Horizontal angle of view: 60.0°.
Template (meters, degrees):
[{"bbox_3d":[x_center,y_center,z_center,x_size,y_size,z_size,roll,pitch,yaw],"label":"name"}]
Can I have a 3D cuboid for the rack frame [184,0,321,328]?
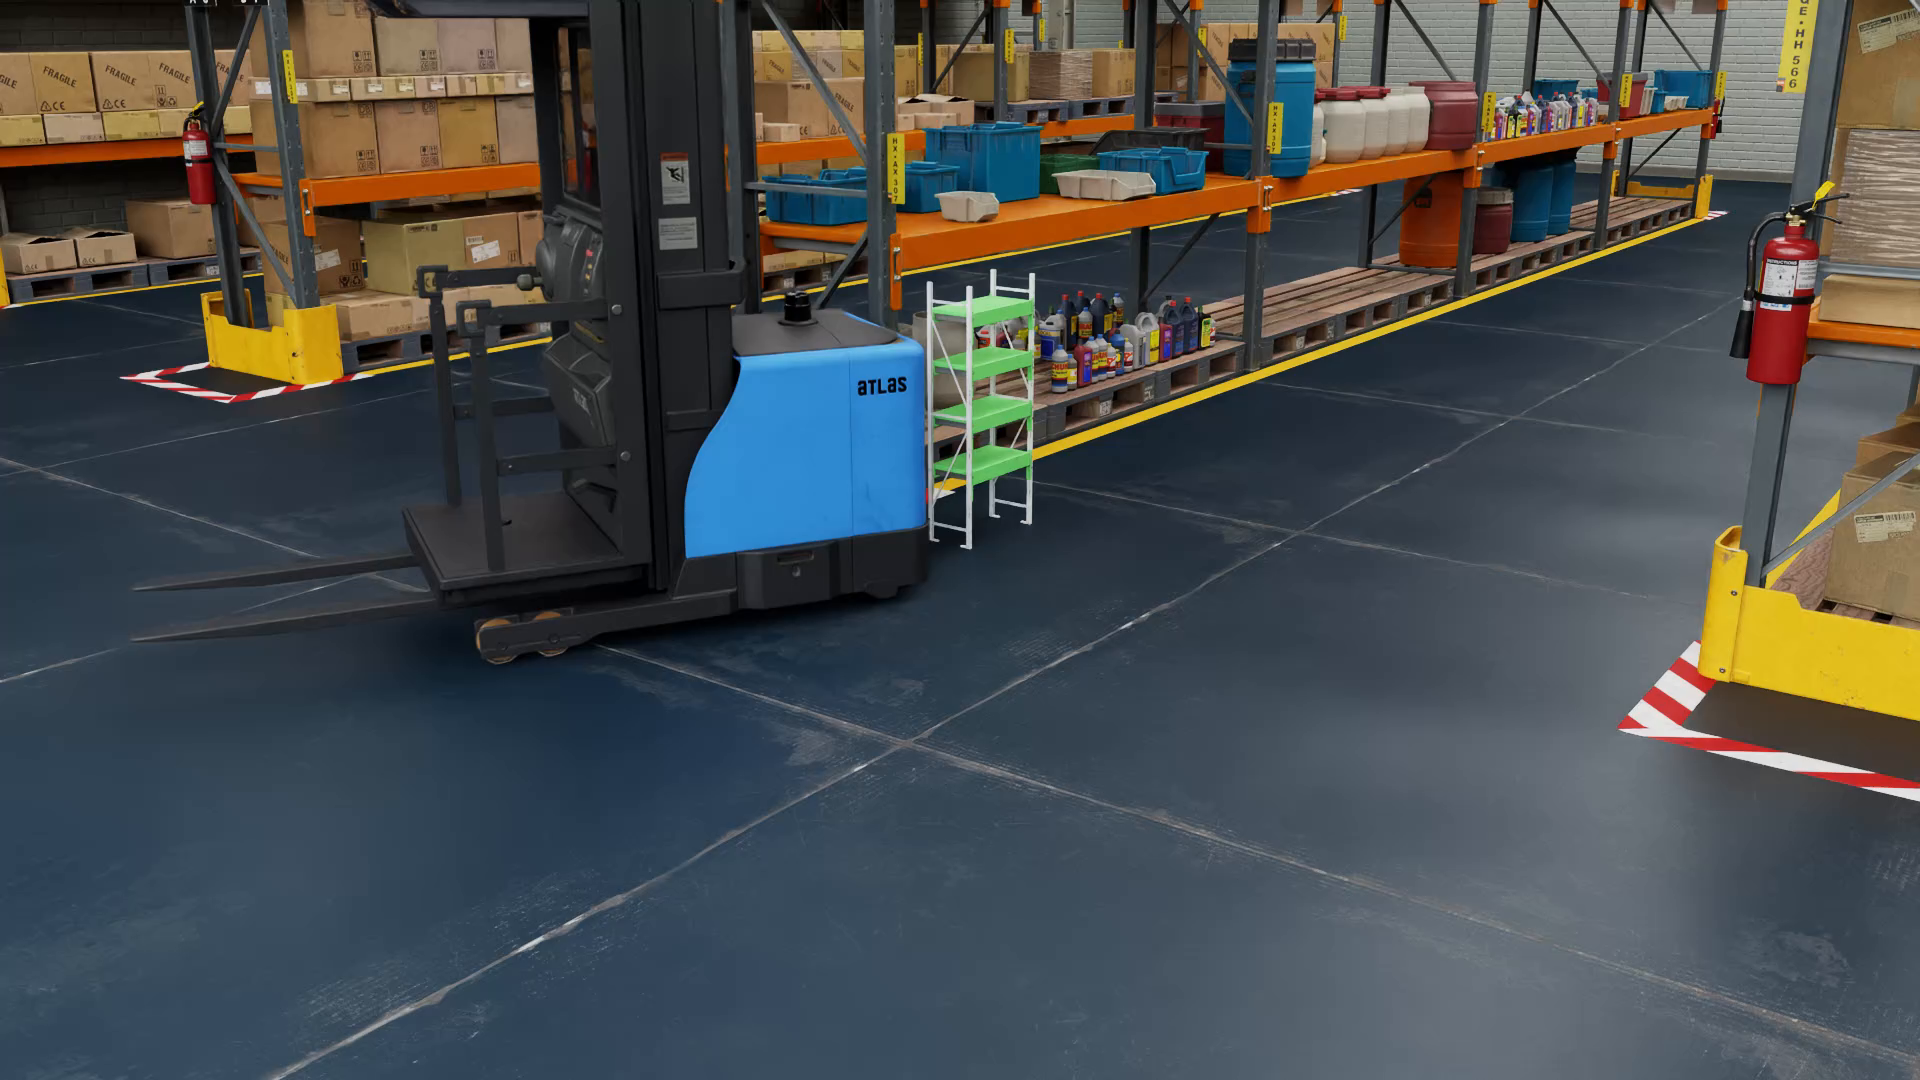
[{"bbox_3d":[-4.719,-2.606,11.078,1.000,3.000,0.127,12,21,35],"label":"rack frame"}]

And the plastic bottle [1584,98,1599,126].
[{"bbox_3d":[6.432,-4.378,16.992,0.152,0.276,0.135,12,21,35],"label":"plastic bottle"}]

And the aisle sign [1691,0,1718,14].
[{"bbox_3d":[9.069,-6.748,20.031,0.394,0.787,0.004,12,21,35],"label":"aisle sign"}]

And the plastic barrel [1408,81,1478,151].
[{"bbox_3d":[3.991,-3.536,13.844,0.600,0.536,0.708,12,21,35],"label":"plastic barrel"}]

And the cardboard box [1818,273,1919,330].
[{"bbox_3d":[3.239,-0.839,5.811,0.380,0.149,0.250,12,21,35],"label":"cardboard box"}]

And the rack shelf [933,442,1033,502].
[{"bbox_3d":[0.099,-0.322,7.783,0.258,0.148,0.480,12,21,35],"label":"rack shelf"}]

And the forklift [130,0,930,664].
[{"bbox_3d":[-1.688,-1.112,6.382,3.031,2.935,1.130,-8,19,-24],"label":"forklift"}]

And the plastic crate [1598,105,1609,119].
[{"bbox_3d":[6.799,-4.576,17.766,0.396,0.136,0.243,12,21,35],"label":"plastic crate"}]

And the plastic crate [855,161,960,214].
[{"bbox_3d":[-0.293,-1.985,9.328,0.499,0.251,0.408,12,21,35],"label":"plastic crate"}]

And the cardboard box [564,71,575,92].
[{"bbox_3d":[-3.083,-3.512,12.731,0.380,0.149,0.250,13,22,36],"label":"cardboard box"}]

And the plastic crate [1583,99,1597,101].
[{"bbox_3d":[7.203,-4.959,18.997,0.293,0.136,0.466,12,21,35],"label":"plastic crate"}]

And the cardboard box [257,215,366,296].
[{"bbox_3d":[-4.638,-2.032,11.893,0.500,0.500,0.500,12,21,35],"label":"cardboard box"}]

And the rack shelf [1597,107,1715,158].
[{"bbox_3d":[7.599,-4.721,19.101,1.077,0.370,4.000,12,21,35],"label":"rack shelf"}]

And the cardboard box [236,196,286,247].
[{"bbox_3d":[-6.902,-3.195,16.449,0.500,0.500,0.500,11,20,31],"label":"cardboard box"}]

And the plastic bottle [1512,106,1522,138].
[{"bbox_3d":[5.071,-3.815,15.166,0.061,0.283,0.133,12,21,35],"label":"plastic bottle"}]

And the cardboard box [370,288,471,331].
[{"bbox_3d":[-3.925,-1.702,12.094,0.500,0.250,0.500,12,21,35],"label":"cardboard box"}]

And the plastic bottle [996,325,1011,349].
[{"bbox_3d":[0.258,-1.194,10.370,0.061,0.283,0.133,12,21,35],"label":"plastic bottle"}]

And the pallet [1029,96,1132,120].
[{"bbox_3d":[1.203,-4.884,18.736,1.003,0.211,1.213,12,21,35],"label":"pallet"}]

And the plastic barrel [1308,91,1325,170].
[{"bbox_3d":[2.387,-2.937,11.913,0.433,0.535,0.433,0,17,0],"label":"plastic barrel"}]

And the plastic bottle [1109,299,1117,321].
[{"bbox_3d":[1.014,-1.497,11.343,0.061,0.283,0.133,12,21,35],"label":"plastic bottle"}]

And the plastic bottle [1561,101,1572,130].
[{"bbox_3d":[5.914,-4.171,16.325,0.152,0.276,0.135,12,21,35],"label":"plastic bottle"}]

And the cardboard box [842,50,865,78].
[{"bbox_3d":[-1.622,-6.384,22.538,0.500,0.500,0.500,12,21,34],"label":"cardboard box"}]

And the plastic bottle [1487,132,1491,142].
[{"bbox_3d":[4.632,-3.643,14.633,0.097,0.271,0.097,0,17,0],"label":"plastic bottle"}]

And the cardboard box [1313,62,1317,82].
[{"bbox_3d":[4.460,-6.186,22.437,0.500,0.500,0.500,13,21,35],"label":"cardboard box"}]

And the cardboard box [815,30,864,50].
[{"bbox_3d":[-1.622,-6.740,22.421,0.500,0.250,0.500,13,22,36],"label":"cardboard box"}]

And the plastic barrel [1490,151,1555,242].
[{"bbox_3d":[5.648,-3.491,16.759,0.600,0.901,0.708,12,21,35],"label":"plastic barrel"}]

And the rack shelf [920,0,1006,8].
[{"bbox_3d":[-1.144,-5.124,15.342,1.077,0.370,4.000,12,21,35],"label":"rack shelf"}]

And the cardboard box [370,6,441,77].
[{"bbox_3d":[-4.090,-3.521,11.669,0.700,0.500,0.500,12,21,33],"label":"cardboard box"}]

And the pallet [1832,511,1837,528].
[{"bbox_3d":[4.520,-0.018,7.445,1.003,0.211,1.213,12,21,35],"label":"pallet"}]

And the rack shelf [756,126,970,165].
[{"bbox_3d":[-1.144,-3.692,15.787,1.077,0.370,4.000,12,21,35],"label":"rack shelf"}]

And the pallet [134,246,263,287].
[{"bbox_3d":[-7.414,-2.644,15.900,1.003,0.211,1.213,12,21,35],"label":"pallet"}]

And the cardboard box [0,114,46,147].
[{"bbox_3d":[-8.153,-3.479,14.107,0.500,0.250,0.500,12,21,33],"label":"cardboard box"}]

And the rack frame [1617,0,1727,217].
[{"bbox_3d":[8.791,-5.541,20.528,1.000,3.000,0.127,12,21,35],"label":"rack frame"}]

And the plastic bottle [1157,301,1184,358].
[{"bbox_3d":[1.374,-1.378,10.847,0.144,0.351,0.185,11,20,32],"label":"plastic bottle"}]

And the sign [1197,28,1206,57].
[{"bbox_3d":[2.879,-5.920,19.797,0.100,0.325,0.005,12,21,35],"label":"sign"}]

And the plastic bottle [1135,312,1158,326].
[{"bbox_3d":[1.240,-1.362,10.923,0.152,0.276,0.135,12,21,35],"label":"plastic bottle"}]

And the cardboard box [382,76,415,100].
[{"bbox_3d":[-4.007,-3.142,11.540,0.380,0.149,0.250,13,21,35],"label":"cardboard box"}]

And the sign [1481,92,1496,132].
[{"bbox_3d":[4.470,-3.618,14.061,0.100,0.325,0.005,12,21,35],"label":"sign"}]

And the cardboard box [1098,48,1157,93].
[{"bbox_3d":[1.970,-5.639,19.969,0.700,0.500,0.500,5,18,16],"label":"cardboard box"}]

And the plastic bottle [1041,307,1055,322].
[{"bbox_3d":[0.582,-1.400,11.031,0.061,0.283,0.133,14,22,37],"label":"plastic bottle"}]

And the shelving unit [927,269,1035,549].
[{"bbox_3d":[0.099,-0.612,7.693,0.258,1.200,0.503,12,21,35],"label":"shelving unit"}]

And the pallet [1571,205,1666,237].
[{"bbox_3d":[7.541,-3.730,19.400,1.003,0.211,1.213,12,21,35],"label":"pallet"}]

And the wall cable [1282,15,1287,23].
[{"bbox_3d":[4.491,-9.957,29.871,3.097,2.526,0.112,12,21,35],"label":"wall cable"}]

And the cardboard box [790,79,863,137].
[{"bbox_3d":[-1.252,-4.031,15.499,0.500,0.500,0.500,12,21,35],"label":"cardboard box"}]

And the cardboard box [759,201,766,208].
[{"bbox_3d":[-1.586,-2.887,14.964,0.500,0.311,0.500,12,21,34],"label":"cardboard box"}]

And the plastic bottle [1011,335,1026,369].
[{"bbox_3d":[0.366,-1.189,10.492,0.097,0.201,0.097,0,17,0],"label":"plastic bottle"}]

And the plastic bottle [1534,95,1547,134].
[{"bbox_3d":[5.466,-4.025,15.732,0.144,0.351,0.185,12,21,35],"label":"plastic bottle"}]

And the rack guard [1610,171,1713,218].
[{"bbox_3d":[8.795,-4.355,20.925,1.175,0.500,0.348,12,21,35],"label":"rack guard"}]

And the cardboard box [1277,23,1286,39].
[{"bbox_3d":[3.859,-6.420,21.507,0.500,0.500,0.500,13,22,36],"label":"cardboard box"}]

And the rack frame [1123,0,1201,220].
[{"bbox_3d":[2.431,-5.464,20.282,1.000,3.000,0.127,12,21,35],"label":"rack frame"}]

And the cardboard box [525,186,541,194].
[{"bbox_3d":[-4.993,-3.996,19.027,0.700,0.500,0.500,12,21,34],"label":"cardboard box"}]

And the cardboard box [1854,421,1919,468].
[{"bbox_3d":[3.949,-0.156,6.694,0.500,0.500,0.500,-13,22,-36],"label":"cardboard box"}]

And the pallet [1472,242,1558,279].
[{"bbox_3d":[5.188,-2.788,16.366,1.003,0.211,1.213,12,21,35],"label":"pallet"}]

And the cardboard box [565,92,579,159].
[{"bbox_3d":[-3.206,-3.254,12.996,0.700,0.500,0.500,13,21,35],"label":"cardboard box"}]

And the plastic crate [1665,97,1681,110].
[{"bbox_3d":[8.266,-5.151,19.616,0.396,0.136,0.243,12,21,35],"label":"plastic crate"}]

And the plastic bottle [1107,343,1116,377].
[{"bbox_3d":[0.911,-1.109,10.235,0.097,0.201,0.097,0,17,0],"label":"plastic bottle"}]

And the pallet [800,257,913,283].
[{"bbox_3d":[-1.201,-2.701,16.086,1.003,0.211,1.213,12,21,35],"label":"pallet"}]

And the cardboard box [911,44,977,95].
[{"bbox_3d":[-0.348,-6.956,24.580,0.980,0.700,0.700,11,20,32],"label":"cardboard box"}]
